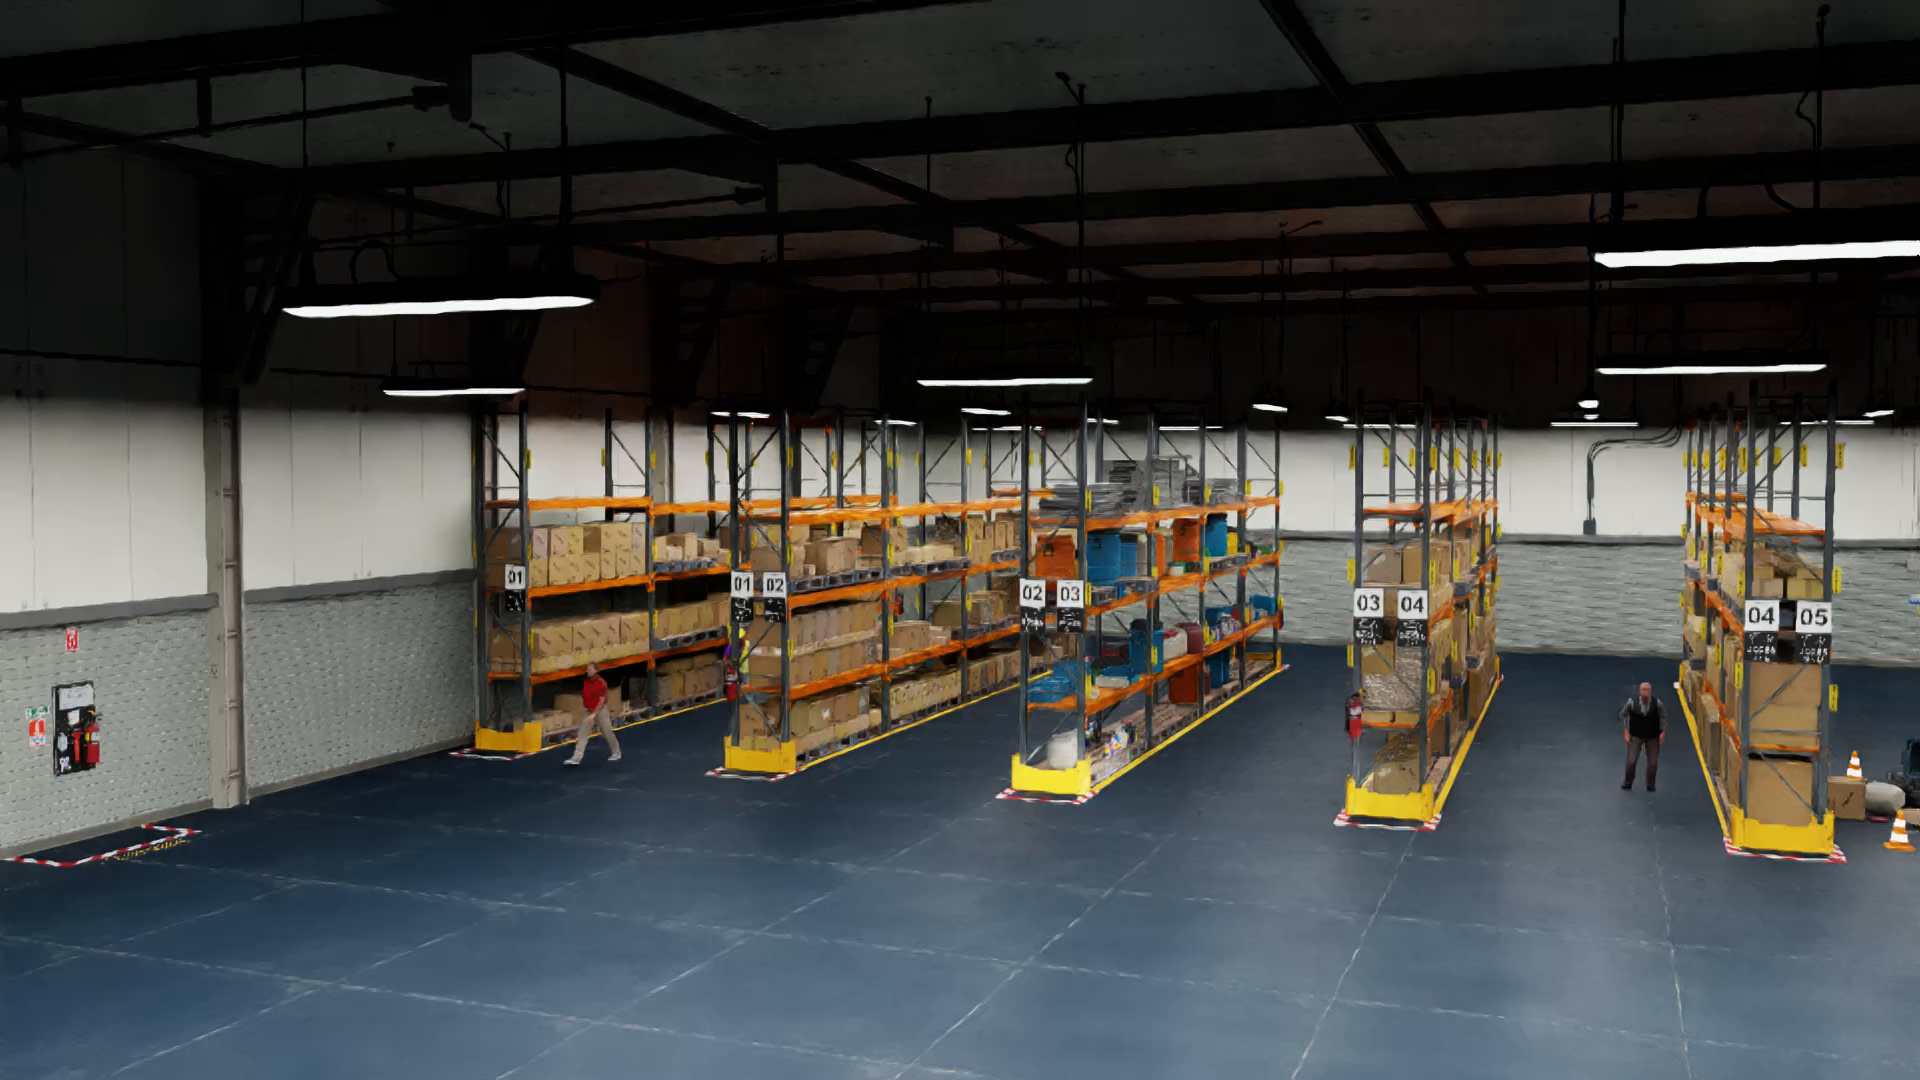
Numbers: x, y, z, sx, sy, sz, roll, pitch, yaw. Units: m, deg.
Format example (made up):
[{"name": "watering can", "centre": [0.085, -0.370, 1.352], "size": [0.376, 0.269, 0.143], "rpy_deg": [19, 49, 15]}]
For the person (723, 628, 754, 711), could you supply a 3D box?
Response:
[{"name": "person", "centre": [-4.265, 2.565, 32.520], "size": [0.708, 1.701, 0.843], "rpy_deg": [0, 3, 5]}]

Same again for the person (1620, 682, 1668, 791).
[{"name": "person", "centre": [10.286, 2.955, 25.025], "size": [0.677, 1.671, 0.534], "rpy_deg": [1, 3, 19]}]

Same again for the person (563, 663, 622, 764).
[{"name": "person", "centre": [-5.981, 2.831, 27.207], "size": [0.534, 1.657, 1.041], "rpy_deg": [2, 3, 31]}]
